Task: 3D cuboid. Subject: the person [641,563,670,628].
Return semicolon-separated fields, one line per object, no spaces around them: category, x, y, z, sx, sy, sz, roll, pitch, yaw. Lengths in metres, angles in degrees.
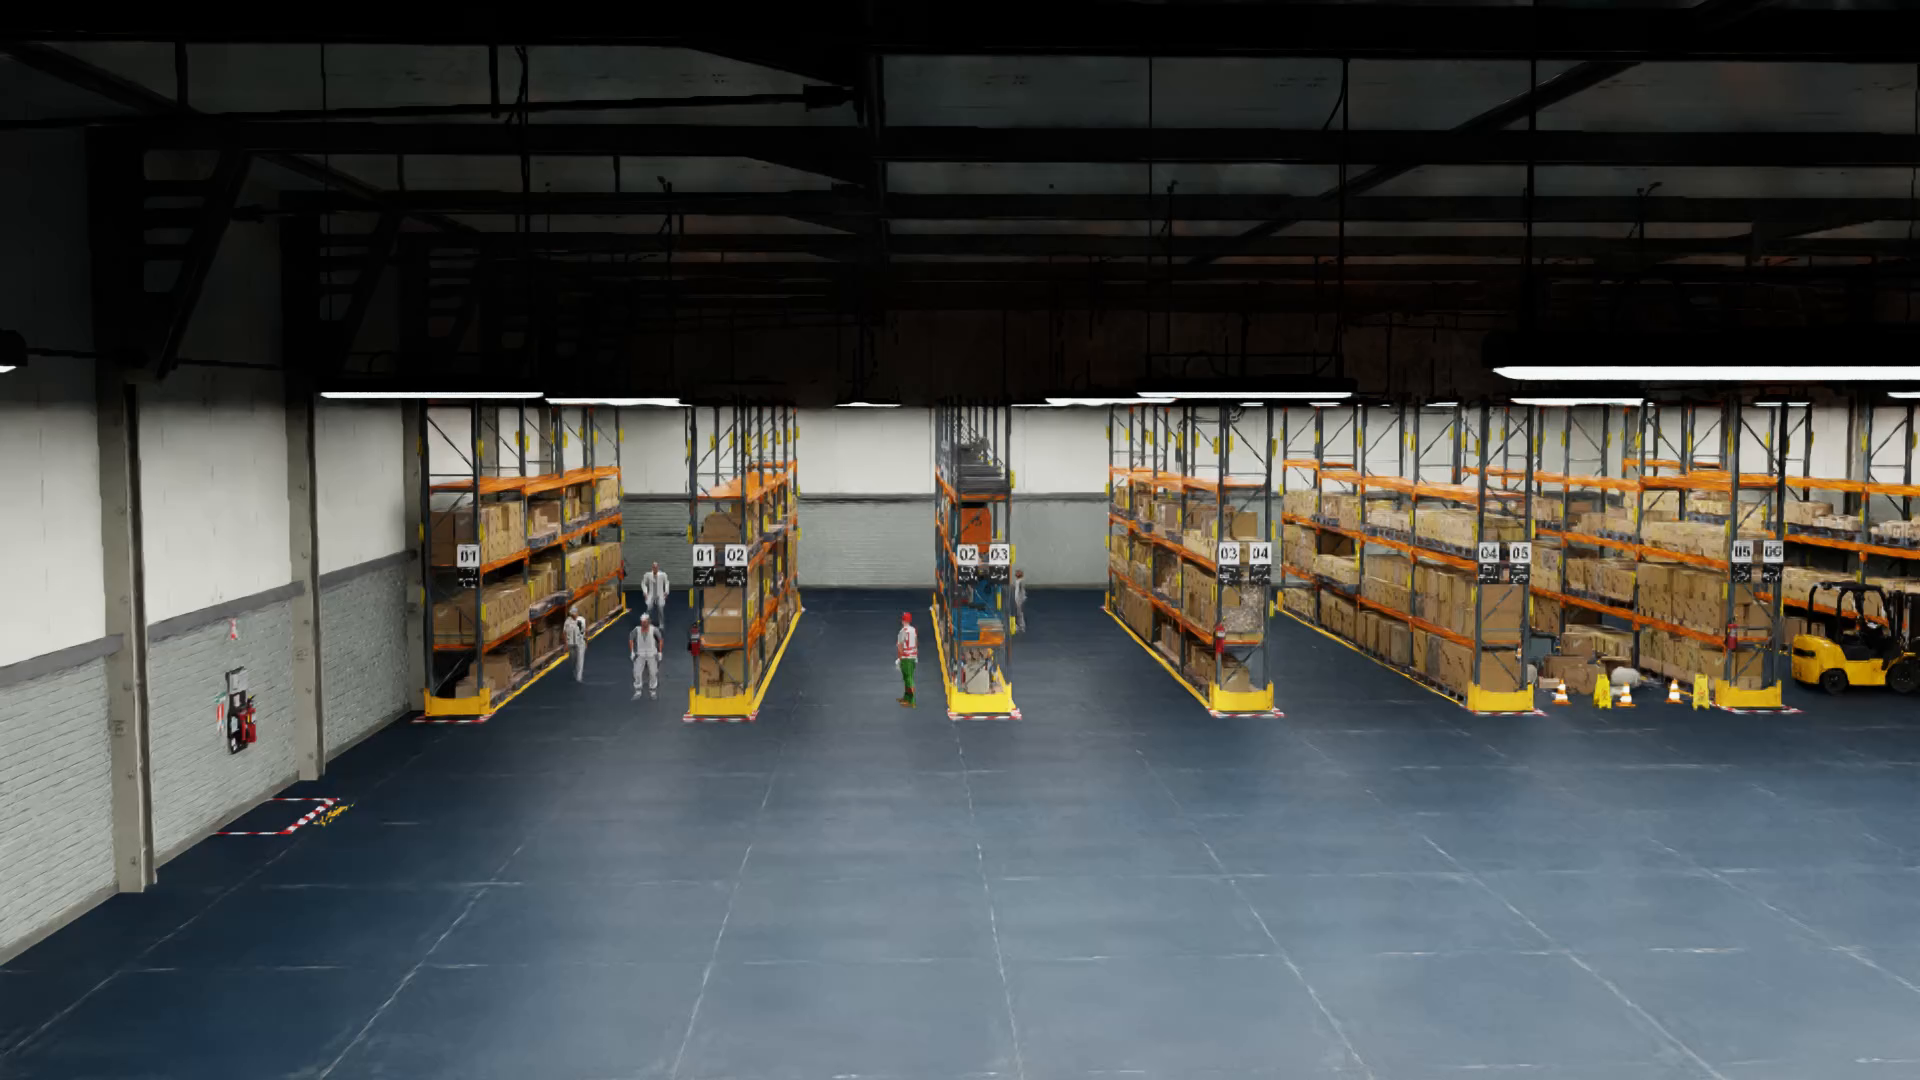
person;-7.949;1.445;43.438;0.729;1.733;0.546;0;5;-4

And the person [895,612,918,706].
person;-1.047;2.285;32.177;0.569;1.786;0.653;2;5;27

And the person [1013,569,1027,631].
person;1.510;1.541;42.867;0.454;1.599;0.467;2;5;28

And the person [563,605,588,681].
person;-8.120;2.157;35.102;0.497;1.583;1.090;0;4;0

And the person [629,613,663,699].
person;-6.186;2.285;32.745;0.677;1.742;0.552;0;5;-3
